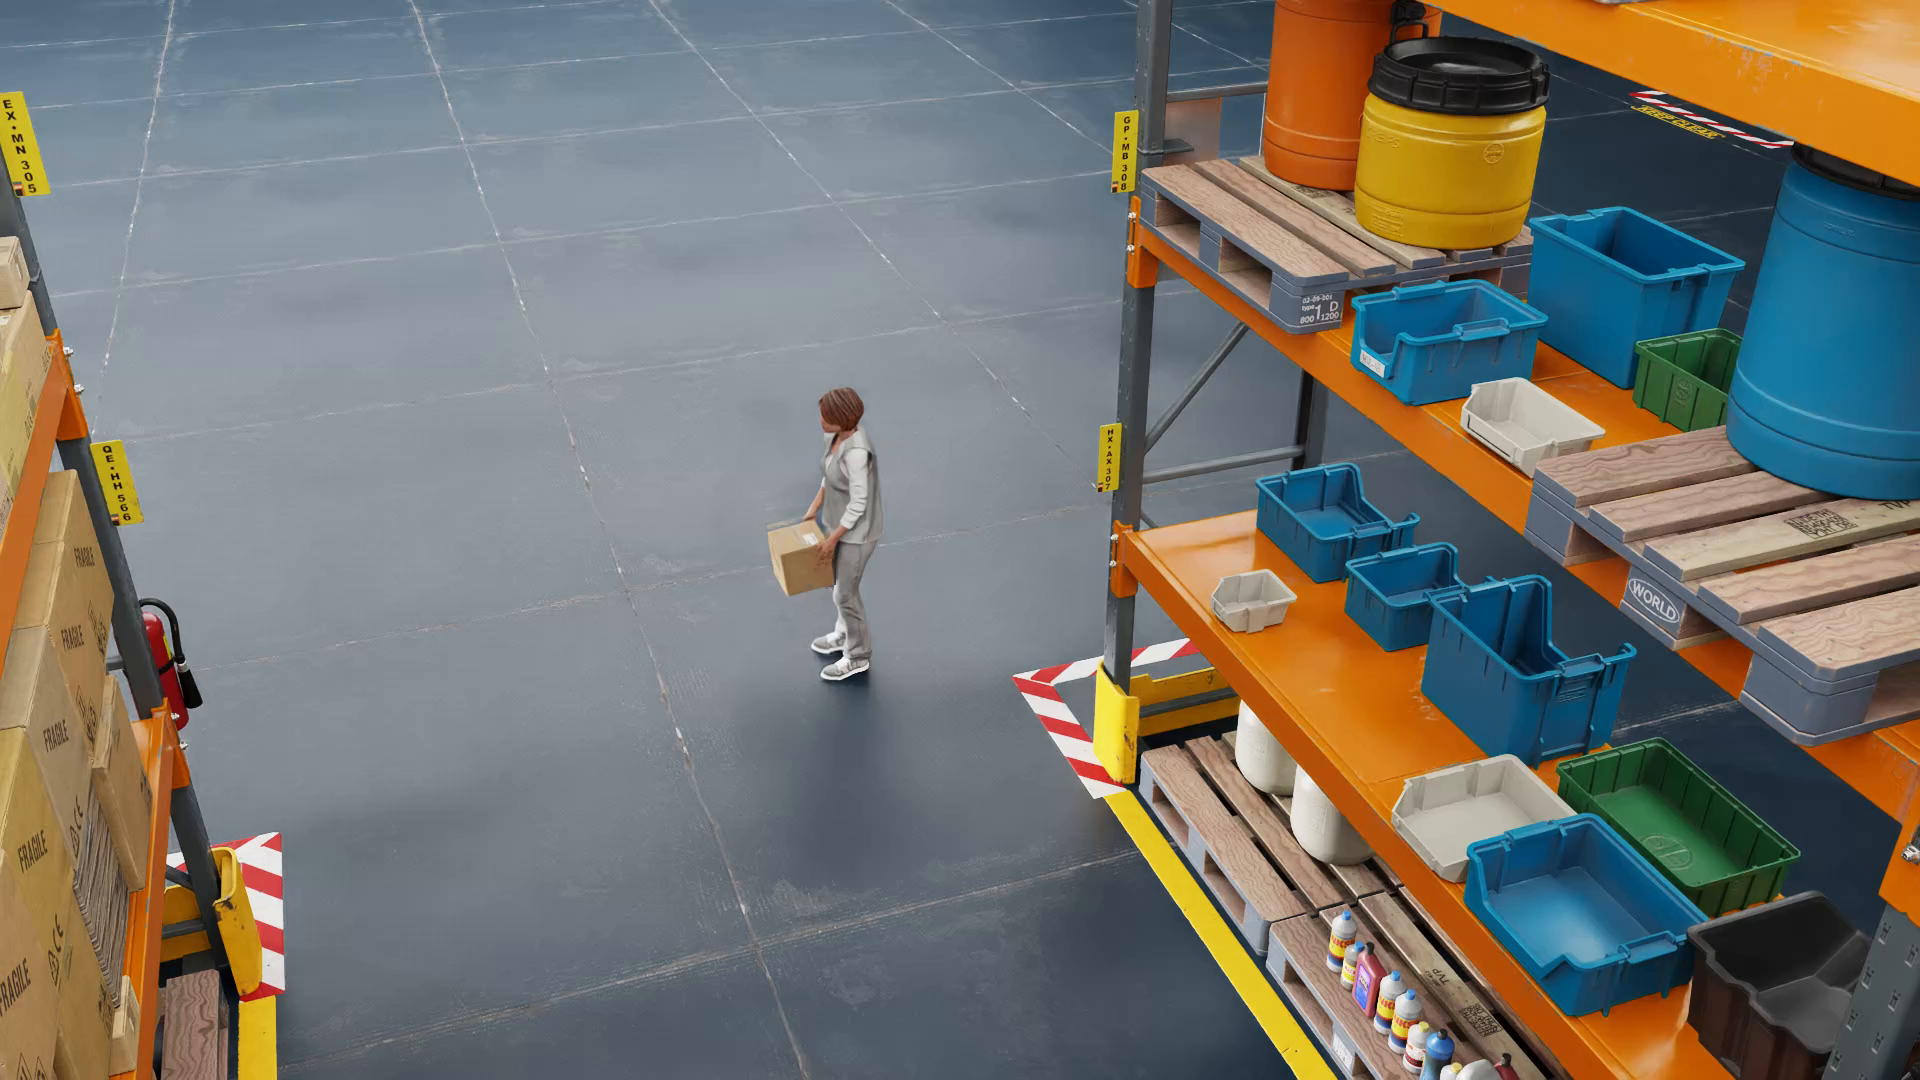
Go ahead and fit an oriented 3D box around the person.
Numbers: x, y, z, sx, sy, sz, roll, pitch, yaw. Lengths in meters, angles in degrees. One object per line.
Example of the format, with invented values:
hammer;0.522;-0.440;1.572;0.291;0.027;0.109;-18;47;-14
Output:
person;-0.589;-0.037;8.411;0.371;1.588;0.445;-11;32;-18
